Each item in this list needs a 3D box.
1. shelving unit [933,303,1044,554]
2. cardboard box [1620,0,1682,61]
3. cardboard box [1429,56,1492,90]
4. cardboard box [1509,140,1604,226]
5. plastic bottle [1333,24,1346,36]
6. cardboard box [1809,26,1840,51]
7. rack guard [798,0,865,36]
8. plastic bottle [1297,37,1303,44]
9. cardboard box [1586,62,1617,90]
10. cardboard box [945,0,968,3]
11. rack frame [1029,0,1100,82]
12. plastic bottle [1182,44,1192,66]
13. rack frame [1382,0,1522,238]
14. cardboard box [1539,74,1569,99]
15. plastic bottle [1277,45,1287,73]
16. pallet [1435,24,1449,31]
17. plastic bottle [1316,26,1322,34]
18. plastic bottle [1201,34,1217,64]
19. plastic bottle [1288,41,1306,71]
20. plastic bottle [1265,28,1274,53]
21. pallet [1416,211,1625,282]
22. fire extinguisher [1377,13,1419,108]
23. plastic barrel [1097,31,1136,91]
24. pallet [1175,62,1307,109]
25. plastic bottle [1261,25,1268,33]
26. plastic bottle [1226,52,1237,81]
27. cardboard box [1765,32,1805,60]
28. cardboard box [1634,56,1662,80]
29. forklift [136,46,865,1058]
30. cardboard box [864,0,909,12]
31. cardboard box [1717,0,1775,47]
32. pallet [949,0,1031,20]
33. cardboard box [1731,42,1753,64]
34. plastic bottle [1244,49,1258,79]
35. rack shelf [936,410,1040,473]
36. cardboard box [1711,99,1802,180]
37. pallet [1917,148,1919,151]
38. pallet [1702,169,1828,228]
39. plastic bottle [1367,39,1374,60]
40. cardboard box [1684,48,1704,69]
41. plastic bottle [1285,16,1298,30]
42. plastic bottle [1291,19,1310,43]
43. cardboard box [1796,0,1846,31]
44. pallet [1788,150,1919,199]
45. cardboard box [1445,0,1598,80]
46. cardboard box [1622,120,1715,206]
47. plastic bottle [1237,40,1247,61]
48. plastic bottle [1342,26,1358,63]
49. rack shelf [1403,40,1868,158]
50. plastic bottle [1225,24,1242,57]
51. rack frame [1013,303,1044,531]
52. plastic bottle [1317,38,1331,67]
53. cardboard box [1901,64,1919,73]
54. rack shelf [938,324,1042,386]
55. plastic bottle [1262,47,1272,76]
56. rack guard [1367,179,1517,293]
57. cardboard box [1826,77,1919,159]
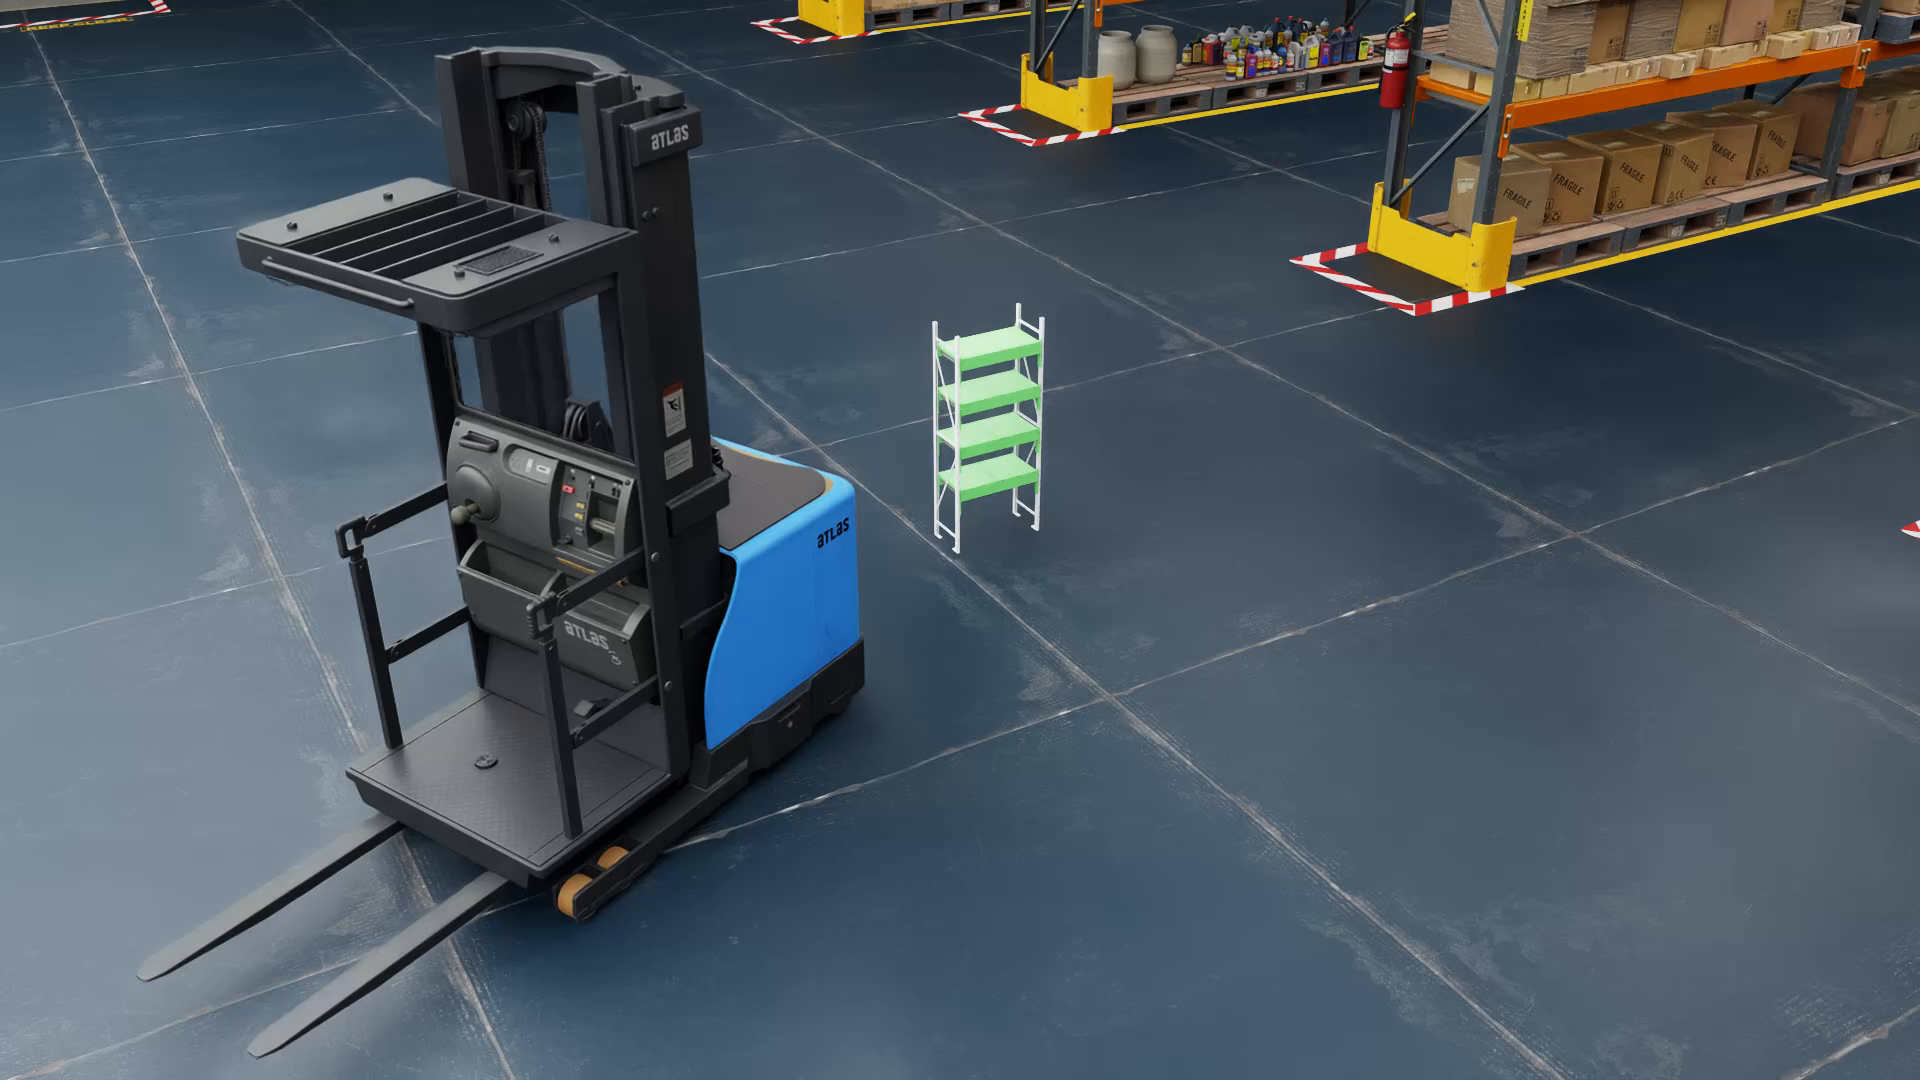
[{"bbox_3d":[0.143,-0.566,8.534,0.503,1.200,0.258,-16,33,-26],"label":"shelving unit"},{"bbox_3d":[4.806,-3.923,12.342,0.500,0.500,0.875,-16,33,-26],"label":"cardboard box"},{"bbox_3d":[3.636,-3.395,12.057,0.250,0.149,0.380,-16,33,-26],"label":"cardboard box"},{"bbox_3d":[4.539,-2.745,12.771,0.500,0.500,0.500,-8,30,-13],"label":"cardboard box"},{"bbox_3d":[3.952,-5.206,17.366,0.185,0.351,0.144,-16,33,-26],"label":"plastic bottle"},{"bbox_3d":[6.686,-3.986,13.128,0.250,0.149,0.380,-16,33,-26],"label":"cardboard box"},{"bbox_3d":[-1.542,-6.376,19.786,0.348,0.500,1.175,-16,33,-26],"label":"rack guard"},{"bbox_3d":[3.507,-5.027,17.111,0.133,0.283,0.061,-16,33,-26],"label":"plastic bottle"},{"bbox_3d":[4.514,-3.387,12.043,0.250,0.149,0.380,-16,33,-26],"label":"cardboard box"},{"bbox_3d":[-0.085,-6.741,20.272,0.500,0.250,0.500,-16,33,-26],"label":"cardboard box"},{"bbox_3d":[0.985,-5.412,15.452,0.127,3.000,1.000,-16,33,-26],"label":"rack frame"},{"bbox_3d":[2.347,-5.012,17.168,0.097,0.201,0.097,0,29,0],"label":"plastic bottle"},{"bbox_3d":[3.494,-3.349,11.714,0.127,3.000,1.000,-16,33,-26],"label":"rack frame"},{"bbox_3d":[4.086,-3.262,11.817,0.250,0.149,0.380,-16,33,-26],"label":"cardboard box"},{"bbox_3d":[3.263,-4.882,16.861,0.097,0.271,0.097,0,29,0],"label":"plastic bottle"},{"bbox_3d":[6.144,-5.679,18.823,1.213,0.211,1.003,-16,33,-26],"label":"pallet"},{"bbox_3d":[3.849,-5.438,17.941,0.097,0.201,0.097,0,29,0],"label":"plastic bottle"},{"bbox_3d":[2.578,-5.095,17.241,0.135,0.276,0.152,-16,33,-26],"label":"plastic bottle"},{"bbox_3d":[3.439,-4.949,16.978,0.135,0.276,0.152,-15,32,-25],"label":"plastic bottle"},{"bbox_3d":[3.257,-5.267,17.557,0.097,0.271,0.097,0,29,0],"label":"plastic bottle"},{"bbox_3d":[4.278,-2.331,12.755,1.213,0.211,1.003,-16,33,-26],"label":"pallet"},{"bbox_3d":[3.162,-3.479,12.029,0.183,0.674,0.296,-16,33,-26],"label":"fire extinguisher"},{"bbox_3d":[1.514,-4.700,16.302,0.421,0.512,0.421,0,29,0],"label":"plastic barrel"},{"bbox_3d":[2.781,-4.723,17.089,1.213,0.211,1.003,-16,33,-26],"label":"pallet"},{"bbox_3d":[3.202,-5.301,17.606,0.133,0.283,0.061,-14,32,-24],"label":"plastic bottle"},{"bbox_3d":[2.706,-4.724,16.574,0.097,0.271,0.097,0,29,0],"label":"plastic bottle"},{"bbox_3d":[6.281,-3.842,12.867,0.250,0.149,0.380,-16,33,-26],"label":"cardboard box"},{"bbox_3d":[4.935,-3.518,12.280,0.250,0.149,0.380,-16,33,-26],"label":"cardboard box"},{"bbox_3d":[-1.667,-0.133,5.958,1.130,2.935,3.031,18,34,29],"label":"forklift"},{"bbox_3d":[-0.946,-6.495,19.826,0.500,0.250,0.500,-16,33,-26],"label":"cardboard box"},{"bbox_3d":[5.695,-4.145,12.746,0.500,0.500,0.875,-16,33,-26],"label":"cardboard box"},{"bbox_3d":[0.168,-6.757,20.775,1.213,0.211,1.003,-16,33,-26],"label":"pallet"},{"bbox_3d":[5.804,-3.758,12.714,0.250,0.149,0.380,-16,33,-26],"label":"cardboard box"},{"bbox_3d":[2.911,-4.777,16.658,0.133,0.283,0.061,-15,32,-26],"label":"plastic bottle"},{"bbox_3d":[0.143,-0.510,8.564,0.480,0.148,0.258,-16,33,-26],"label":"rack shelf"},{"bbox_3d":[6.578,-3.336,13.843,0.500,0.500,0.500,-17,33,-28],"label":"cardboard box"},{"bbox_3d":[8.667,-3.599,15.053,1.213,0.211,1.003,-16,33,-26],"label":"pallet"},{"bbox_3d":[6.382,-2.928,13.837,1.213,0.211,1.003,-16,33,-26],"label":"pallet"},{"bbox_3d":[4.279,-5.140,17.400,0.097,0.201,0.097,0,29,0],"label":"plastic bottle"},{"bbox_3d":[5.352,-3.652,12.524,0.250,0.149,0.380,-16,33,-26],"label":"cardboard box"},{"bbox_3d":[3.528,-5.399,17.716,0.185,0.351,0.144,-15,32,-25],"label":"plastic bottle"},{"bbox_3d":[3.601,-5.339,17.607,0.185,0.351,0.144,-16,33,-26],"label":"plastic bottle"},{"bbox_3d":[6.524,-4.418,13.239,0.500,0.500,0.875,-16,33,-26],"label":"cardboard box"},{"bbox_3d":[7.614,-3.298,14.508,1.213,0.211,1.003,-16,33,-26],"label":"pallet"},{"bbox_3d":[3.983,-3.646,11.841,0.500,0.500,0.875,-16,33,-26],"label":"cardboard box"},{"bbox_3d":[5.593,-3.008,13.249,0.500,0.500,0.500,-19,34,-31],"label":"cardboard box"},{"bbox_3d":[2.937,-5.099,17.325,0.097,0.201,0.097,0,29,0],"label":"plastic bottle"},{"bbox_3d":[4.025,-5.146,17.257,0.185,0.351,0.144,-17,33,-28],"label":"plastic bottle"},{"bbox_3d":[5.219,-3.523,12.775,4.000,0.370,1.077,-16,33,-26],"label":"rack shelf"},{"bbox_3d":[2.838,-5.204,17.361,0.185,0.351,0.144,-14,32,-24],"label":"plastic bottle"},{"bbox_3d":[0.353,-0.626,8.642,0.015,1.200,0.240,-16,33,-26],"label":"rack frame"},{"bbox_3d":[3.740,-5.013,17.085,0.133,0.283,0.061,-14,32,-23],"label":"plastic bottle"},{"bbox_3d":[8.867,-3.950,14.935,0.500,0.500,0.700,-13,31,-22],"label":"cardboard box"},{"bbox_3d":[0.143,-0.930,8.332,0.480,0.148,0.258,-16,33,-26],"label":"rack shelf"},{"bbox_3d":[3.088,-4.833,16.771,0.097,0.271,0.097,0,29,0],"label":"plastic bottle"},{"bbox_3d":[3.560,-2.273,12.351,0.348,0.500,1.175,-16,33,-26],"label":"rack guard"},{"bbox_3d":[7.904,-3.676,14.439,0.500,0.500,0.700,-16,33,-27],"label":"cardboard box"}]
